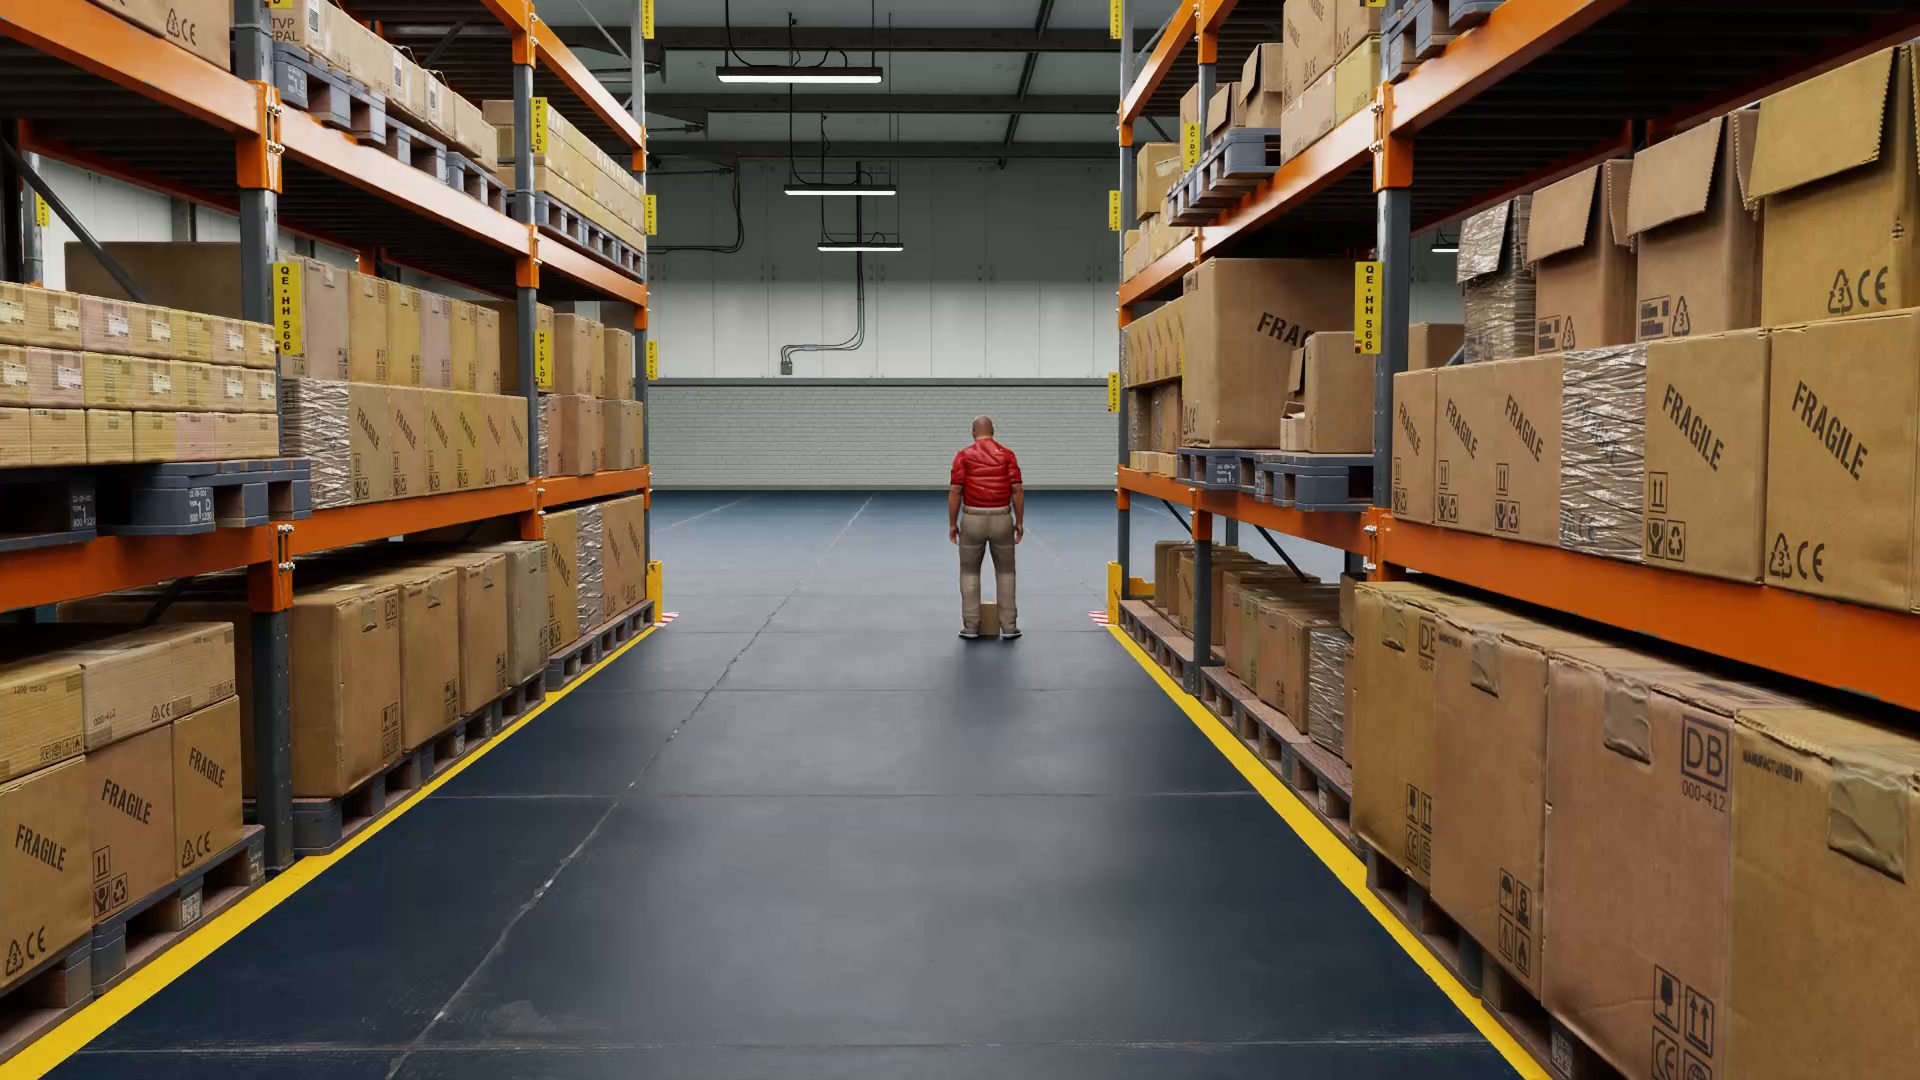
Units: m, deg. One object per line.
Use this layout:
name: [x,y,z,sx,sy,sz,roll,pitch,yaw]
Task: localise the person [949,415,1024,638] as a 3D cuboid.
person: [0.204,-0.102,12.917,0.588,1.726,0.390,0,4,-4]
